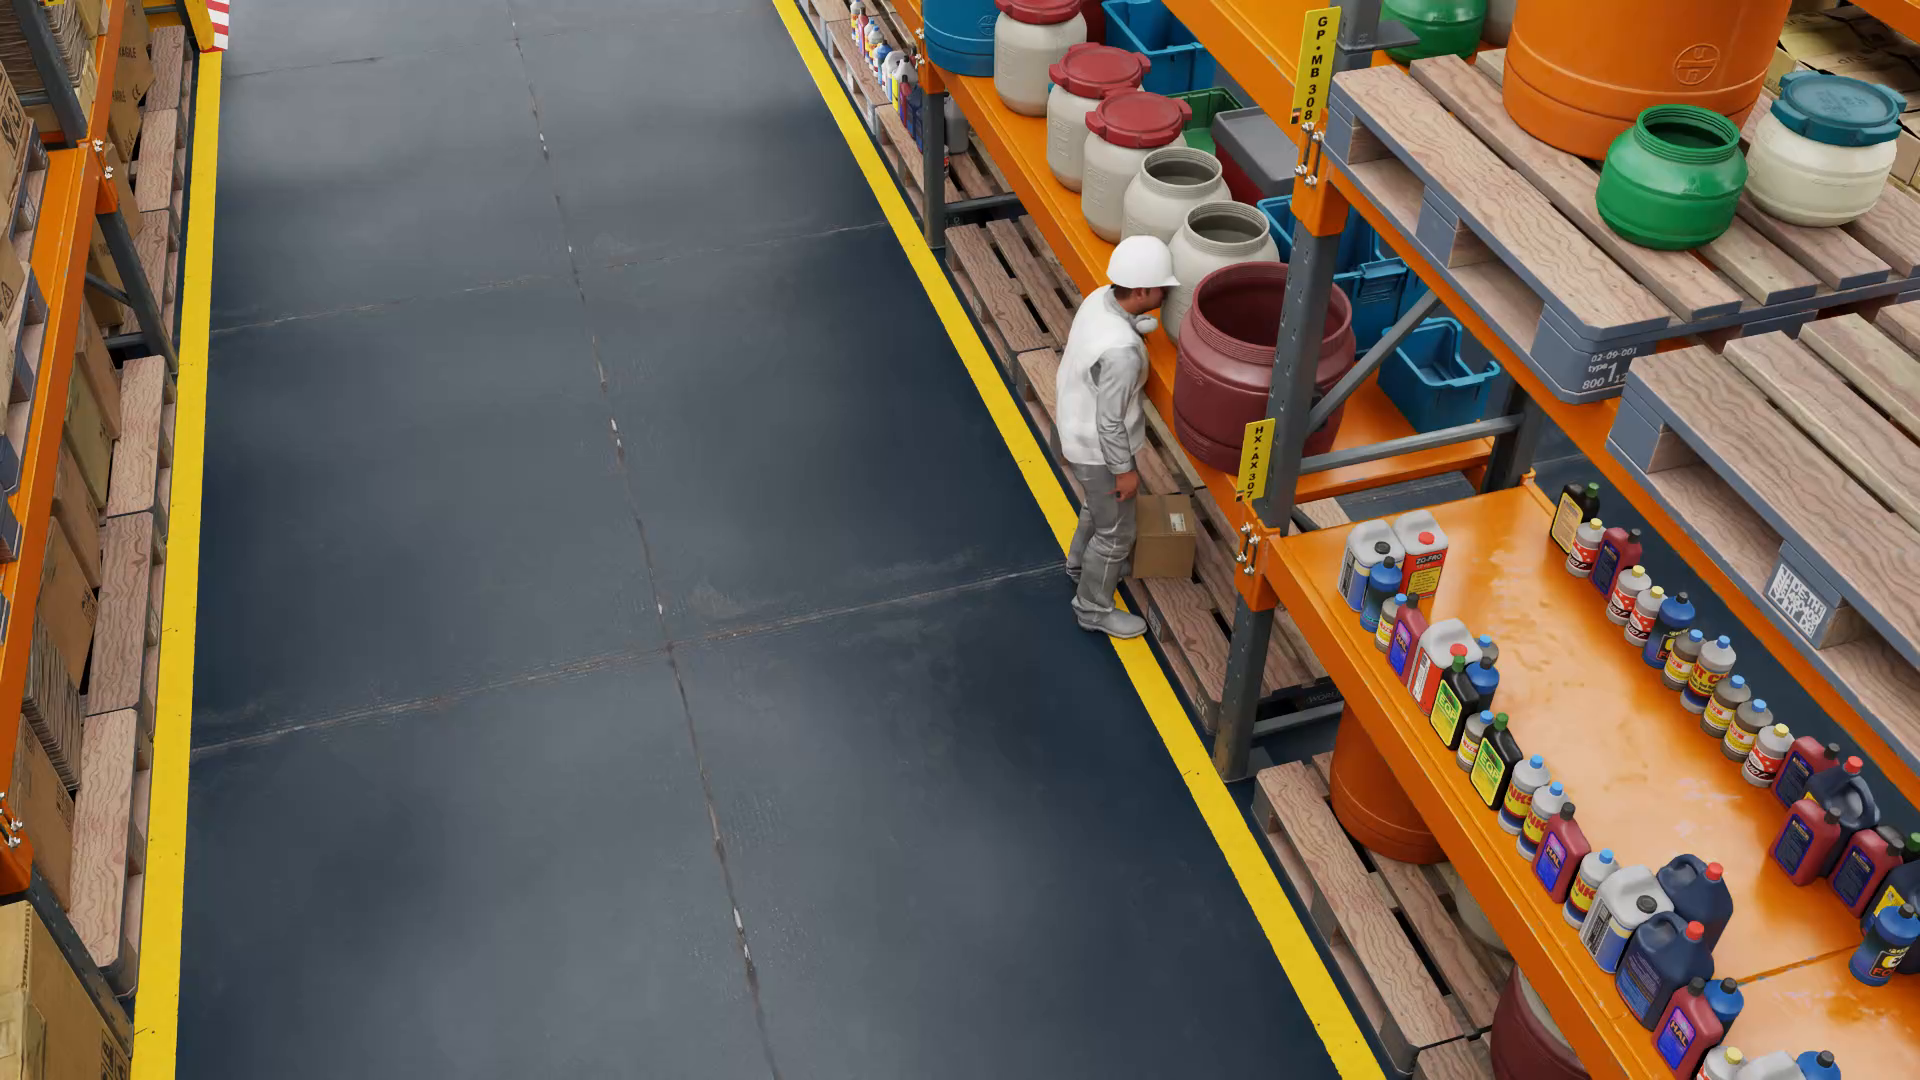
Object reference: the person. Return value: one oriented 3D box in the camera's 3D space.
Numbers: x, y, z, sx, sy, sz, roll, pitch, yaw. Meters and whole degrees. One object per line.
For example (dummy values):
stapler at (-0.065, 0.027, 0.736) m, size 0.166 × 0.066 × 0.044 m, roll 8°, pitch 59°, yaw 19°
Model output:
person at (0.605, -0.419, 6.606) m, size 0.462 × 1.772 × 0.576 m, roll 0°, pitch 42°, yaw 0°
